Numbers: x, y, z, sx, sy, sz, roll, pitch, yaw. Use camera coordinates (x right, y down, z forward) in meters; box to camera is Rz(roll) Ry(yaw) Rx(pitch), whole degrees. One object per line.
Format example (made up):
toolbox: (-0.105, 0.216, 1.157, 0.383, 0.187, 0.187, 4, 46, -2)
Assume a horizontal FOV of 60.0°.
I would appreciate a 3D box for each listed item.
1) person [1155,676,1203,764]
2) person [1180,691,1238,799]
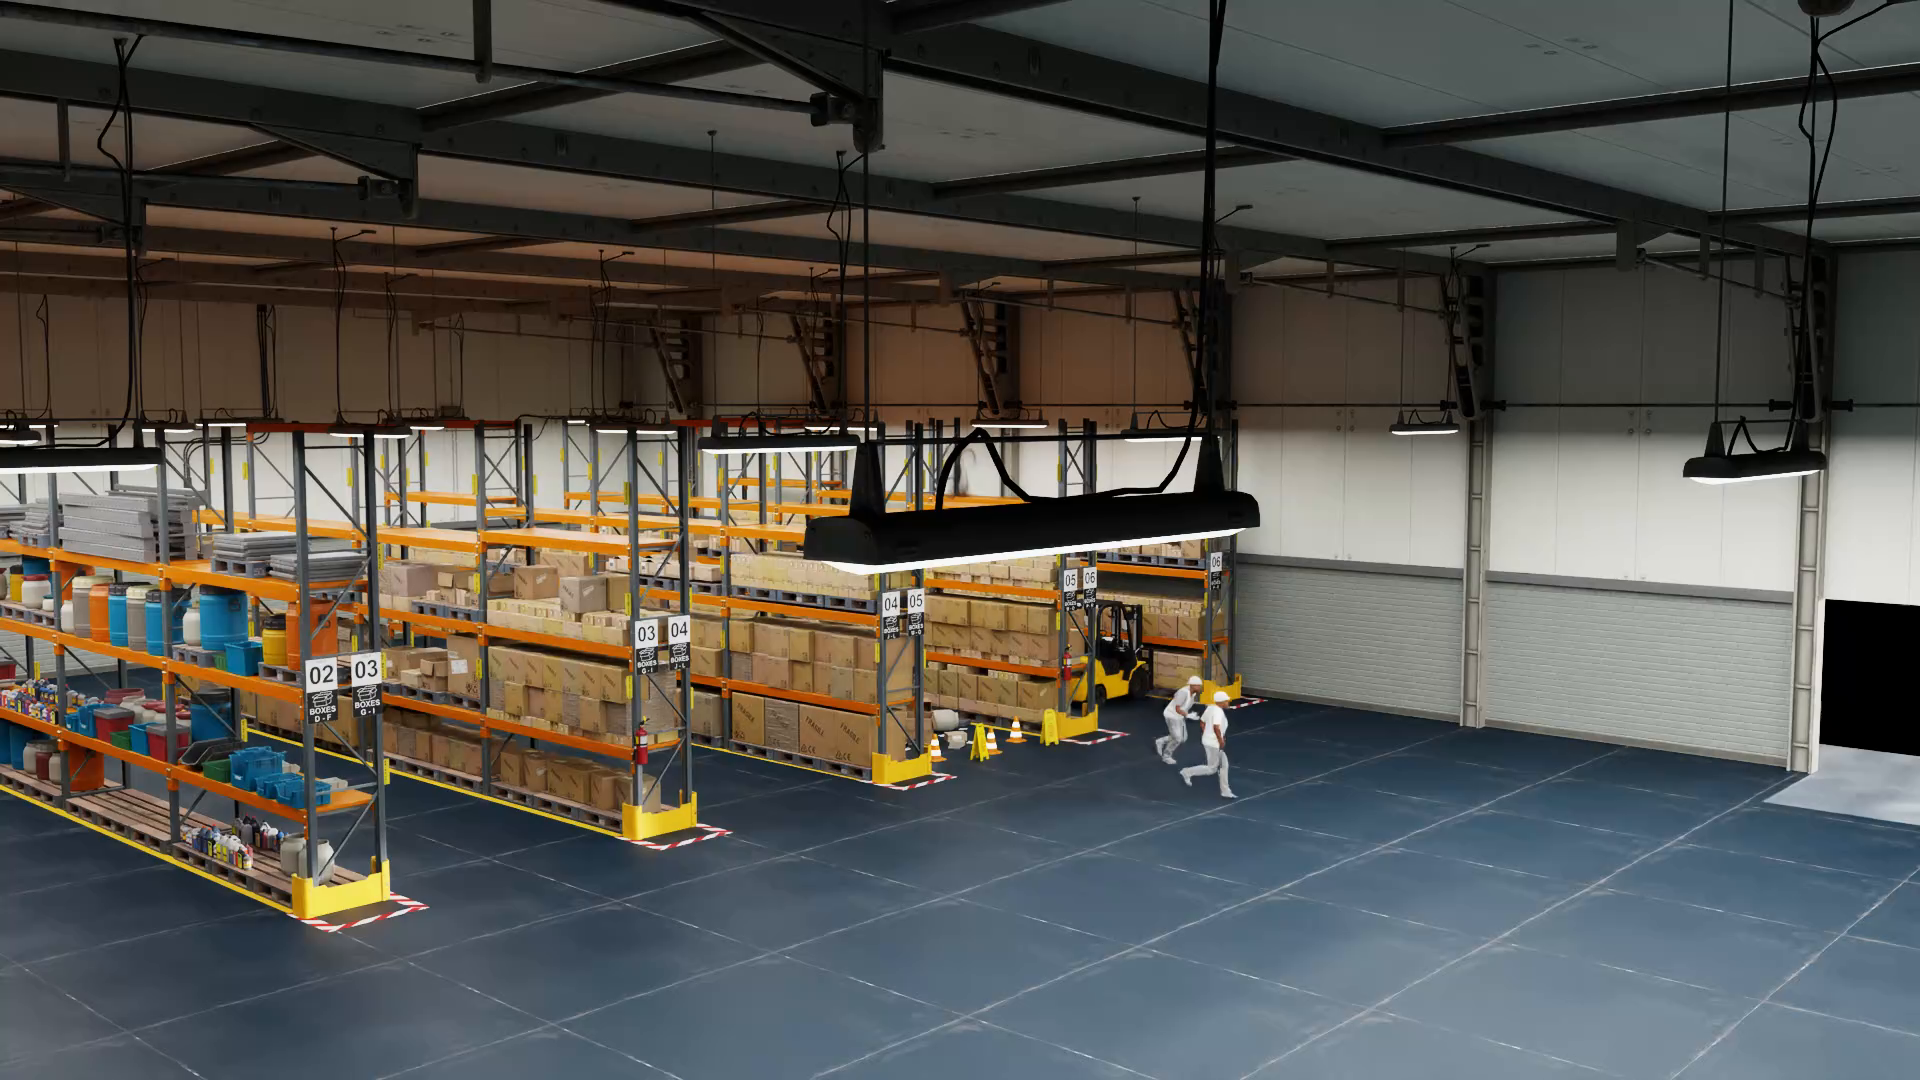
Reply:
person: (3.870, 3.154, 29.298, 0.885, 1.580, 0.710, 2, 5, 26)
person: (4.007, 3.306, 26.728, 0.960, 1.751, 0.703, 0, 5, -3)
